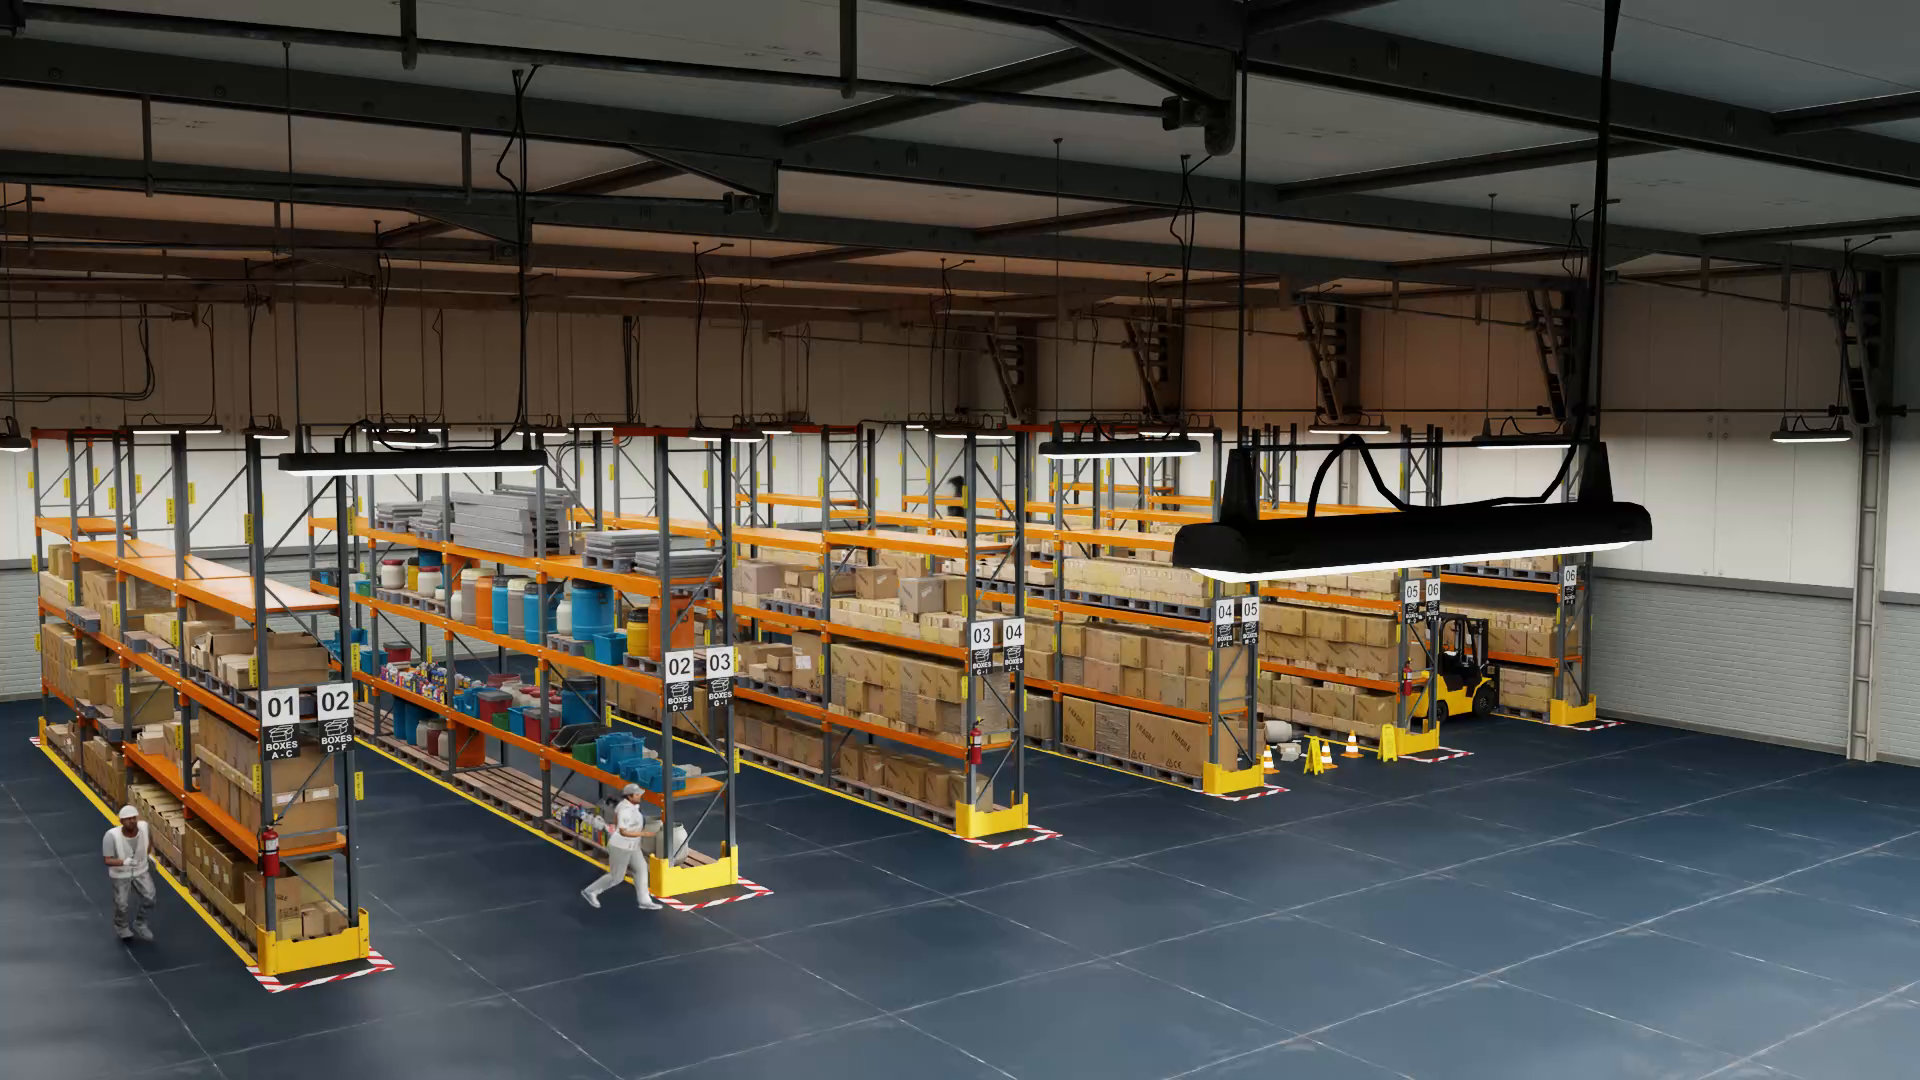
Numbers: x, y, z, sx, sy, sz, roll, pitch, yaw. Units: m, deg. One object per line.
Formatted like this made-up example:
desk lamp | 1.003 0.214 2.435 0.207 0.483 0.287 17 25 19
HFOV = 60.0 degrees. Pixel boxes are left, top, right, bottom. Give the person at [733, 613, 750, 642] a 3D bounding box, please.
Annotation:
person | -5.691 2.056 43.152 0.698 1.845 0.850 1 5 10

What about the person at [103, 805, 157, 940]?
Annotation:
person | -9.775 3.926 19.604 0.625 1.673 0.889 -4 6 -40

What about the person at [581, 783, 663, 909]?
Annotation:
person | -4.252 3.857 20.859 0.988 1.630 0.578 0 4 4
